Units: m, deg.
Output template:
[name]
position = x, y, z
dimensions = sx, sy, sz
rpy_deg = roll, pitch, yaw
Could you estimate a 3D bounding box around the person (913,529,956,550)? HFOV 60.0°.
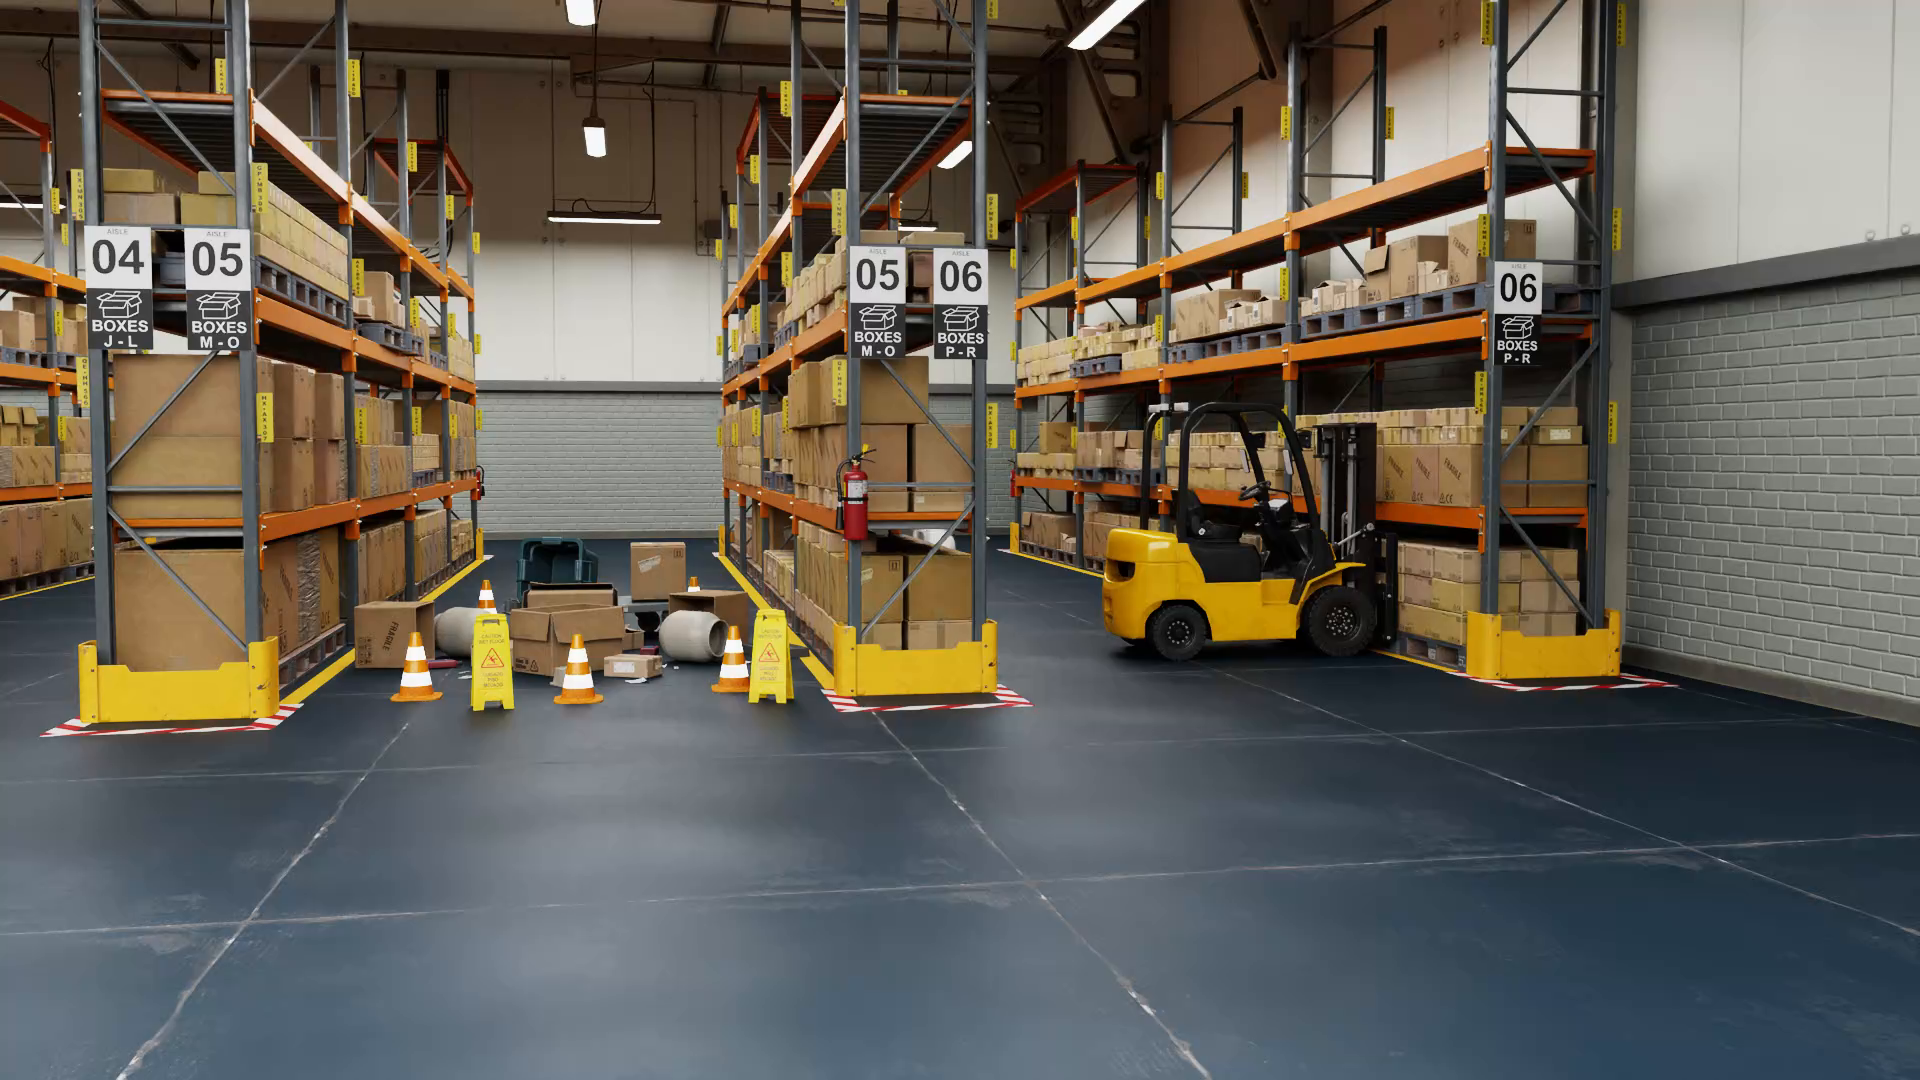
[person]
position = -0.327, 0.203, 19.786
dimensions = 0.470, 0.977, 0.912
rpy_deg = -1, 3, -13
